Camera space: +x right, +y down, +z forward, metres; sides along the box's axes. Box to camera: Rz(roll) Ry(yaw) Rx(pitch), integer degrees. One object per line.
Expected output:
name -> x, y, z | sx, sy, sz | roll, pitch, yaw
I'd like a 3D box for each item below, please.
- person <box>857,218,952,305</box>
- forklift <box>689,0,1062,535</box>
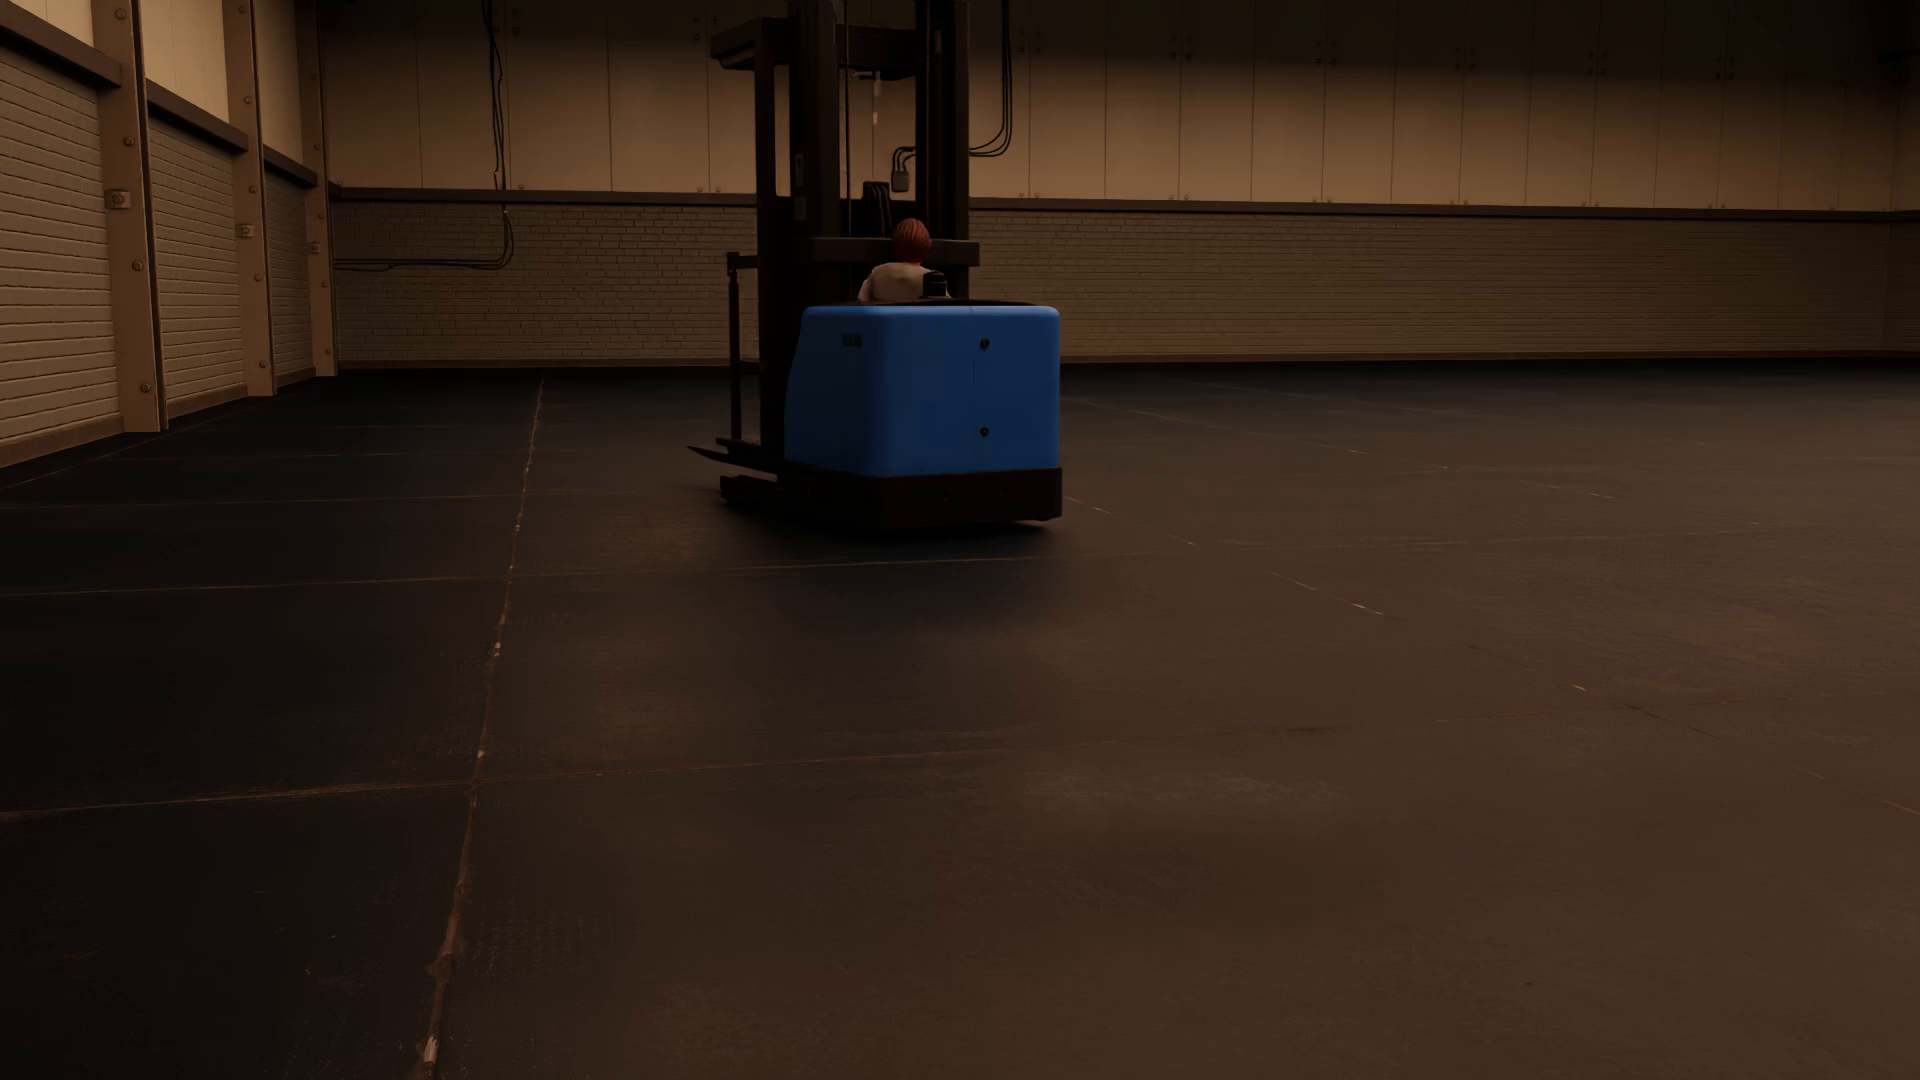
person -> -0.192, -0.854, 8.380 | 0.666, 1.495, 0.635 | 2, 8, 12
forklift -> -0.650, -1.642, 8.862 | 1.130, 2.935, 3.031 | -4, 9, -28
